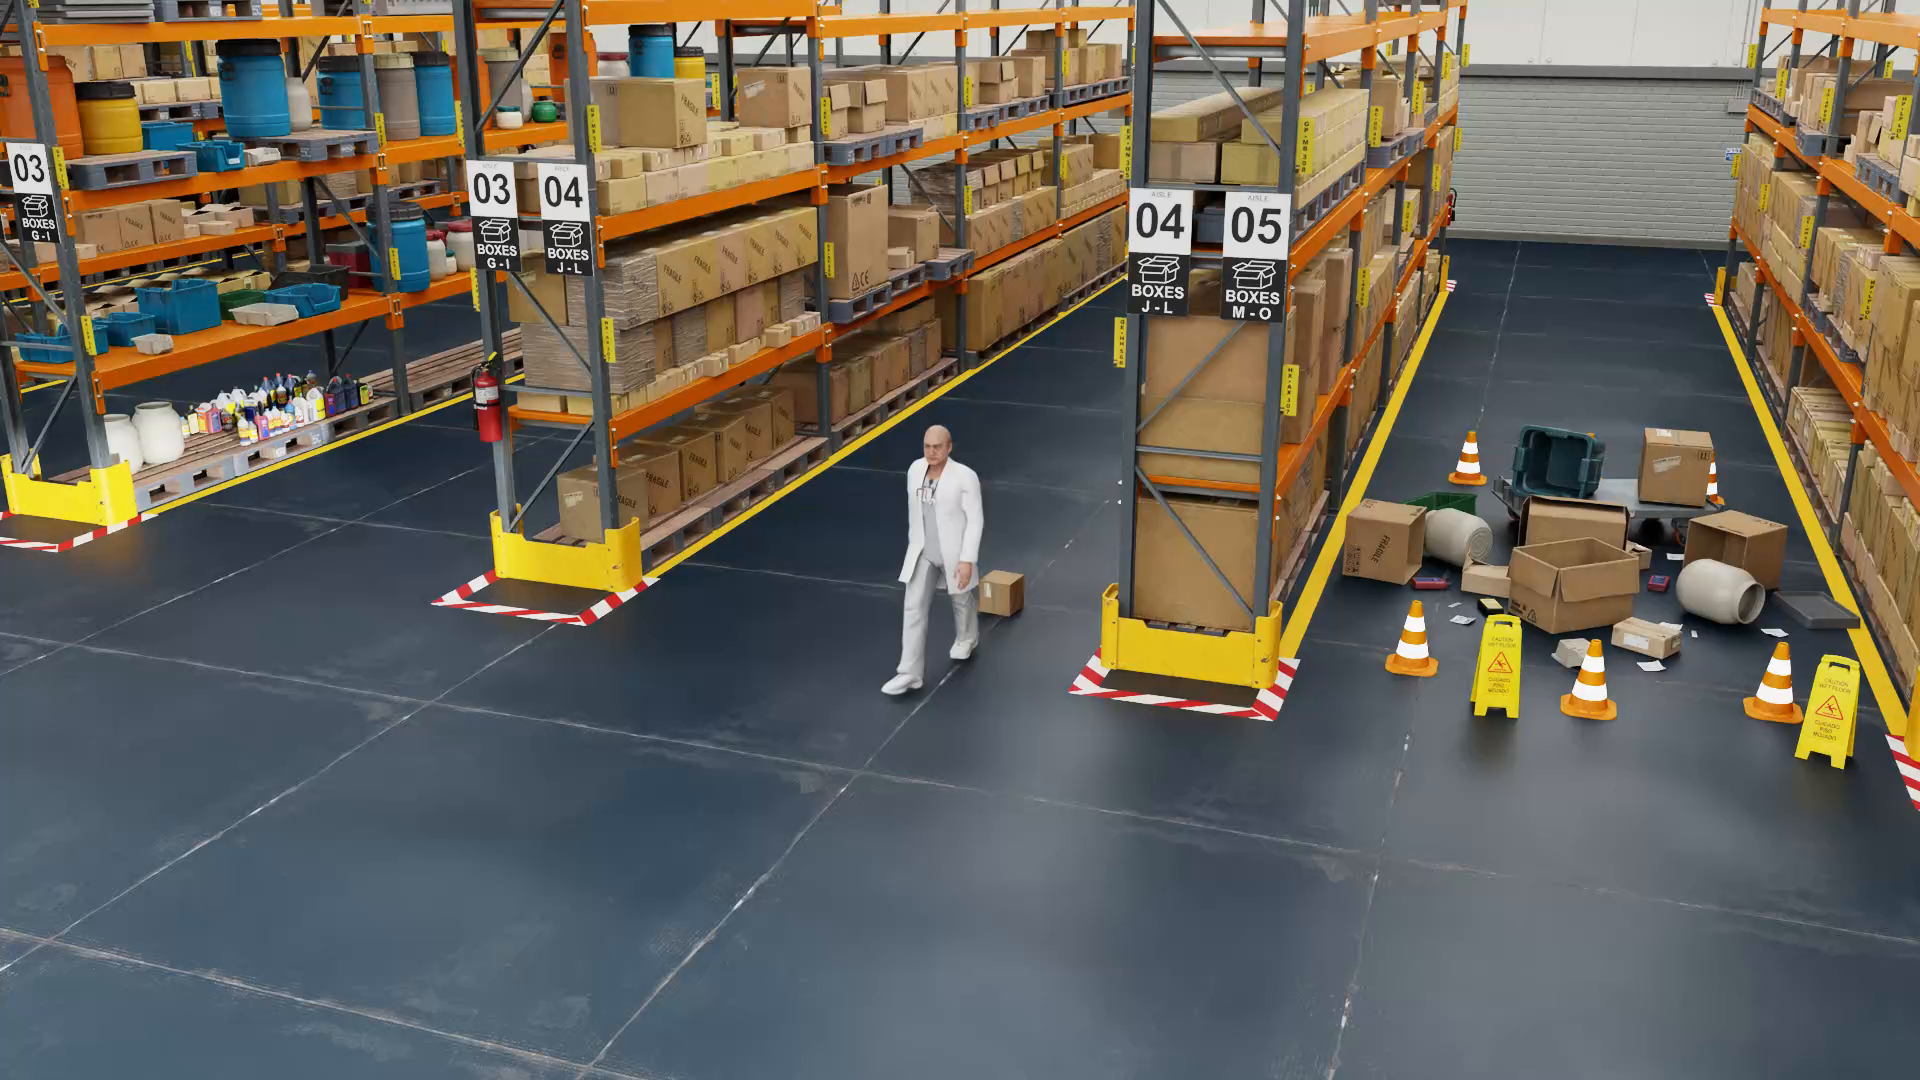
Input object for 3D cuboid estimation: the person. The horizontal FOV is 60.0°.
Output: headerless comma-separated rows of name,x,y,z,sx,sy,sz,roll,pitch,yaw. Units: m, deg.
person,-0.131,0.083,10.824,0.610,1.710,1.127,7,20,21
